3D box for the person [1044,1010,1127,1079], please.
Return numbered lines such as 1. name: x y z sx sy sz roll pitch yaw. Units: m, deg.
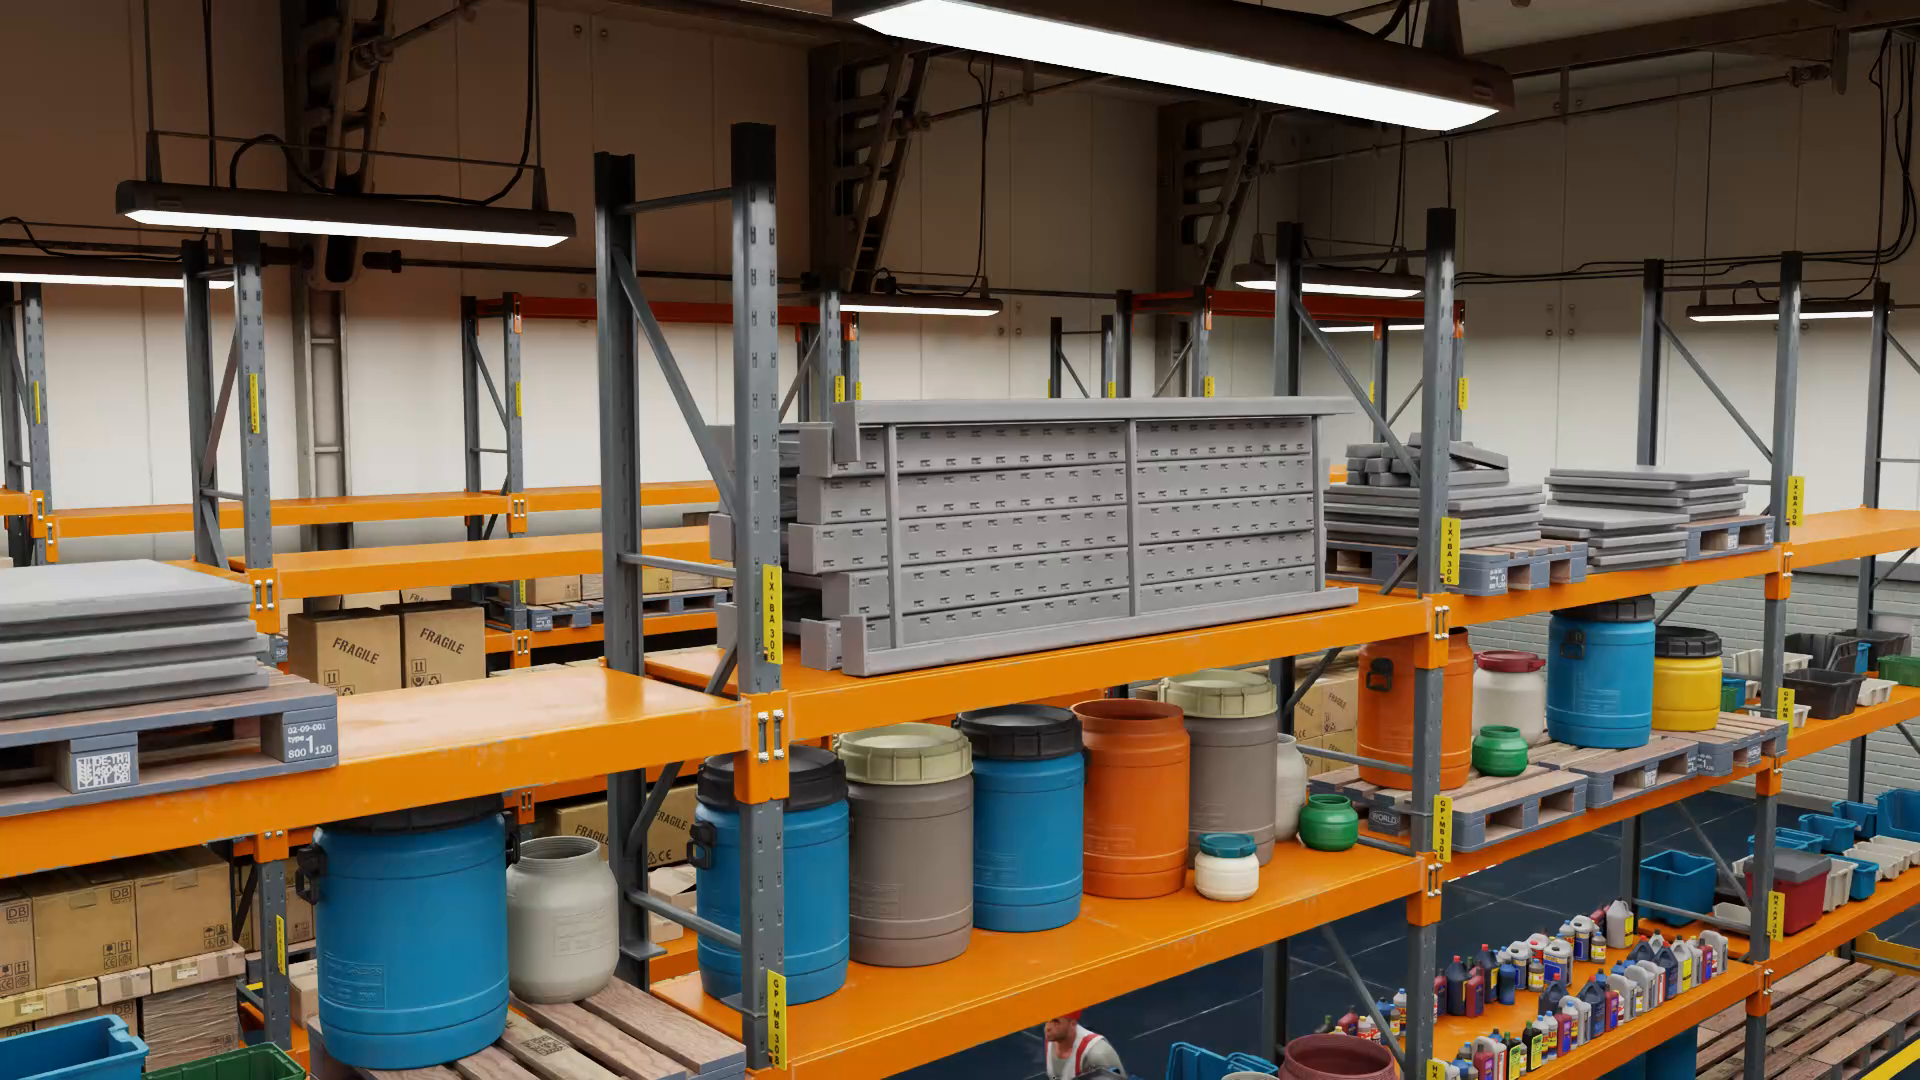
1. person: 0.811 3.412 9.686 0.996 1.779 0.670 -4 7 -38
